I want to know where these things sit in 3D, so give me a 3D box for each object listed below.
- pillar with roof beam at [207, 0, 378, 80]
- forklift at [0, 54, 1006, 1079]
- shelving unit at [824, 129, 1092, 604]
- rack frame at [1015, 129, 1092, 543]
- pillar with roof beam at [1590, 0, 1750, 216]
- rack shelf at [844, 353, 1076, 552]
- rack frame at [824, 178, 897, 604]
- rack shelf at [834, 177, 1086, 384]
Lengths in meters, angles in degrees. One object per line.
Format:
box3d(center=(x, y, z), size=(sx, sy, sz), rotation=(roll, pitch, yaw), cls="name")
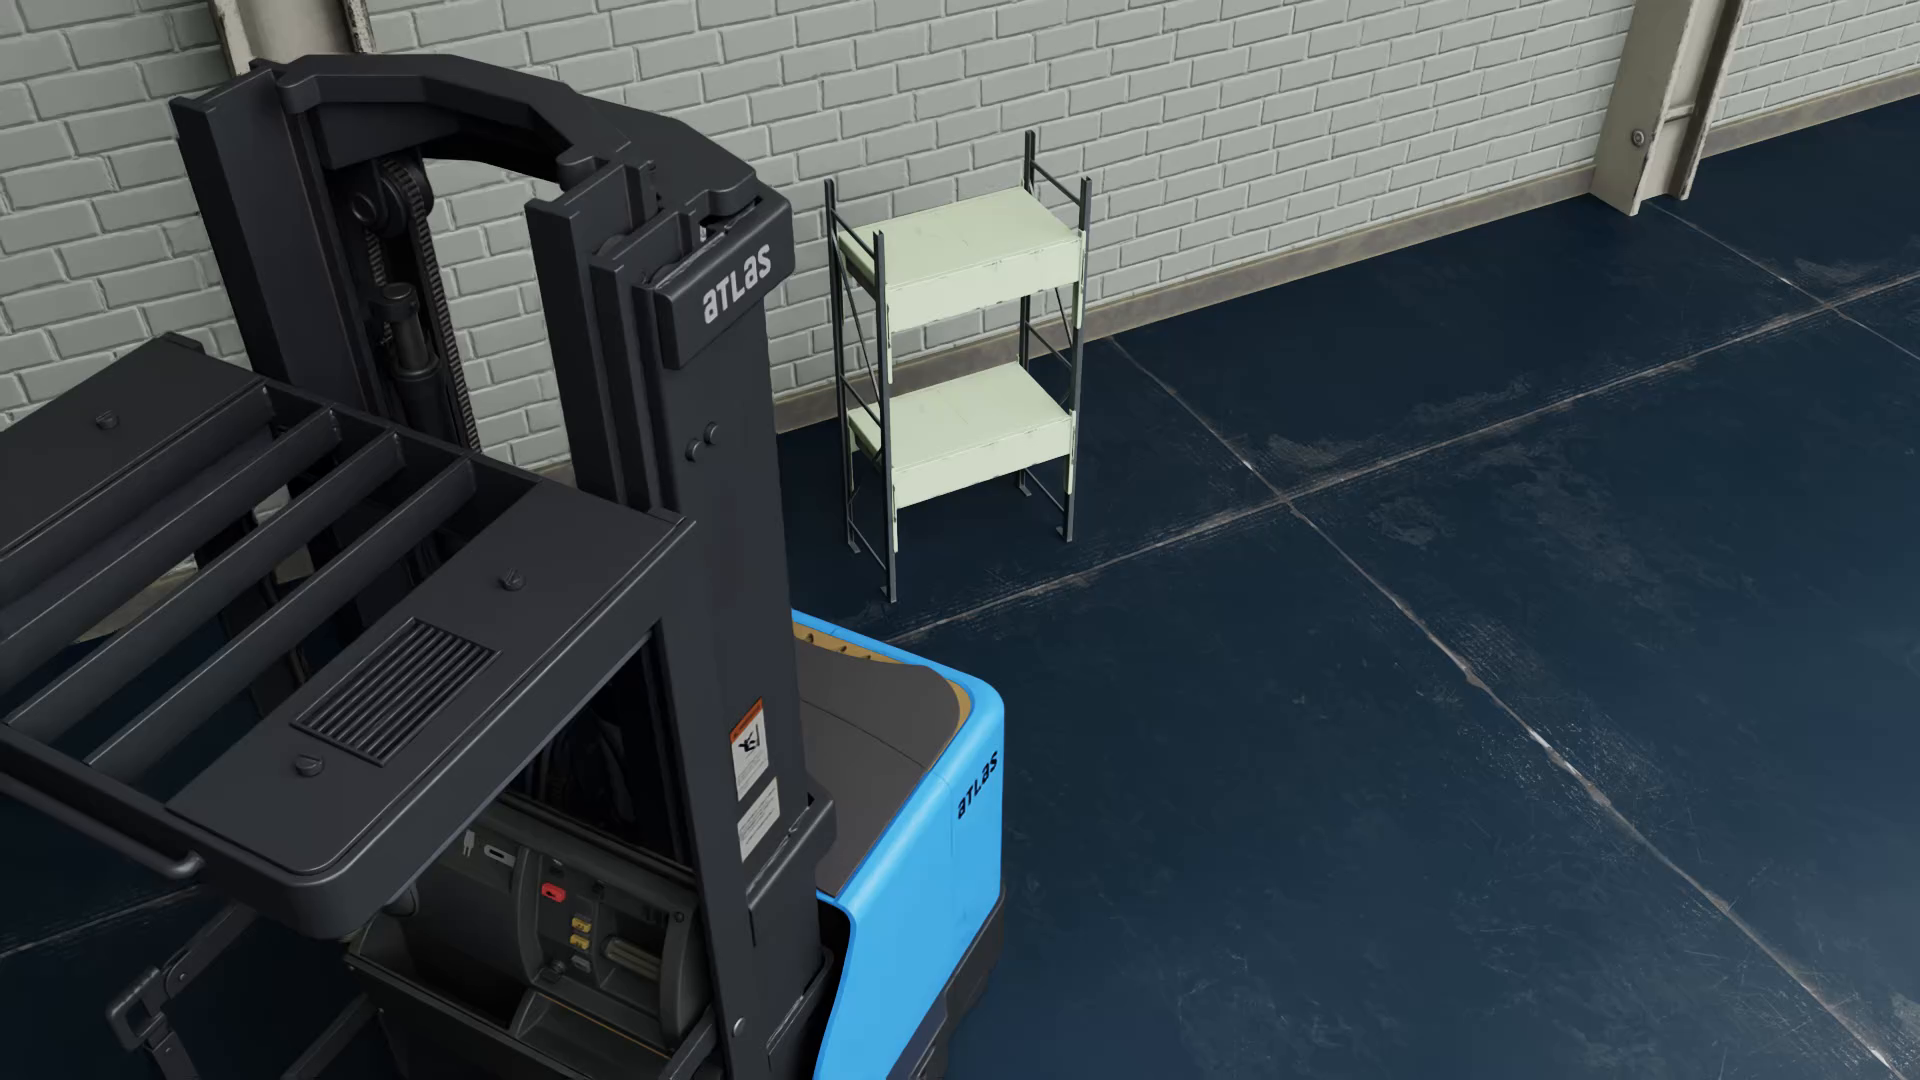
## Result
box3d(center=(0.040, -0.905, 0.354), size=(0.400, 9.000, 9.100), rotation=(-19, 44, -21), cls="pillar with roof beam")
box3d(center=(-1.006, 0.766, 3.076), size=(1.130, 2.935, 3.031), rotation=(19, 44, 21), cls="forklift")
box3d(center=(-0.006, -0.570, 5.763), size=(0.755, 1.500, 0.431), rotation=(-19, 44, -21), cls="shelving unit")
box3d(center=(0.319, -0.680, 5.892), size=(0.023, 1.500, 0.400), rotation=(-19, 44, -21), cls="rack frame")
box3d(center=(5.361, -2.696, 2.469), size=(0.400, 9.000, 9.100), rotation=(-19, 44, -21), cls="pillar with roof beam")
box3d(center=(-0.006, -0.322, 5.974), size=(0.720, 0.370, 0.431), rotation=(-19, 44, -21), cls="rack shelf")
box3d(center=(-0.331, -0.461, 5.634), size=(0.023, 1.500, 0.400), rotation=(-19, 44, -21), cls="rack frame")
box3d(center=(-0.006, -0.868, 5.511), size=(0.720, 0.370, 0.431), rotation=(-19, 44, -21), cls="rack shelf")
